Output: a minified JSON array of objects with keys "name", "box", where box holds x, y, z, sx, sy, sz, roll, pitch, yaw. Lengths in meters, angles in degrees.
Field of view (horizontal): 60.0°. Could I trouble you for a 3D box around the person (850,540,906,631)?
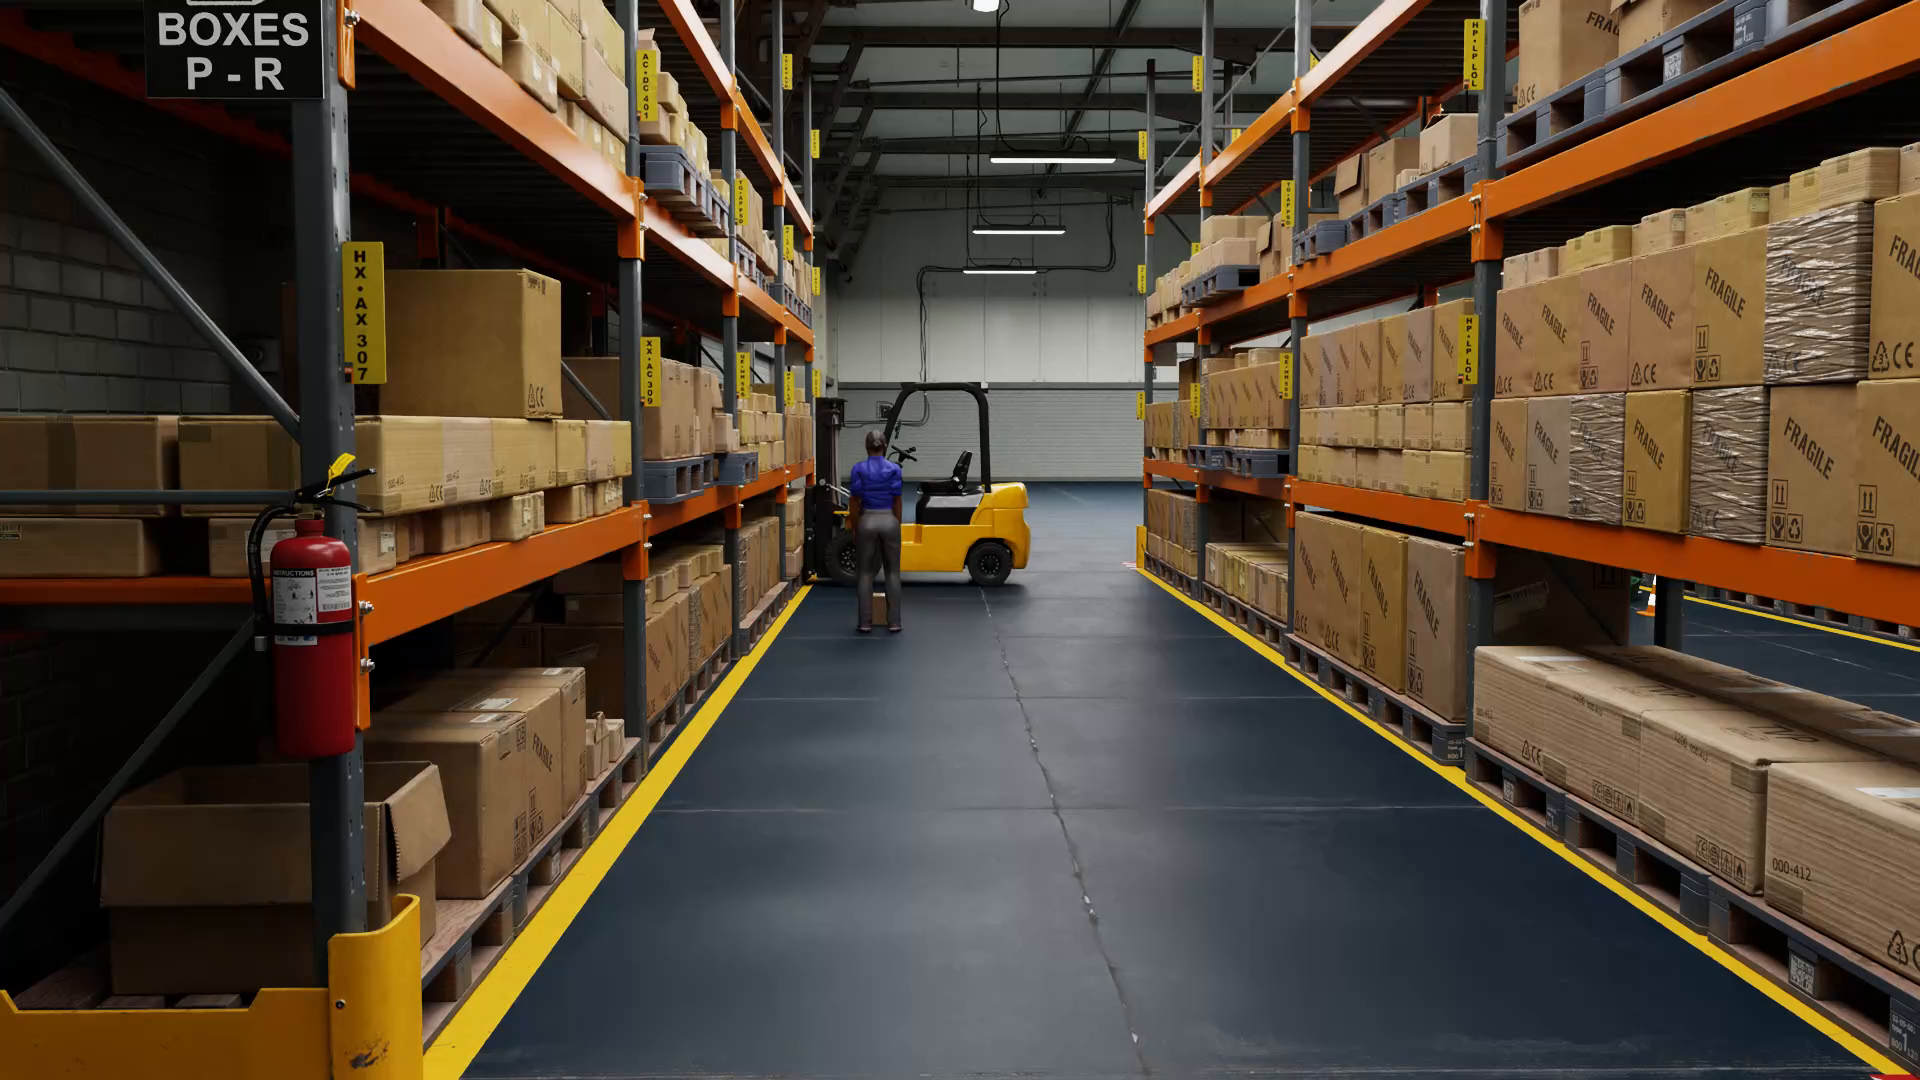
[{"name":"person","box":[-0.681,0.384,13.865,0.464,0.768,0.874,0,4,-5]}]
